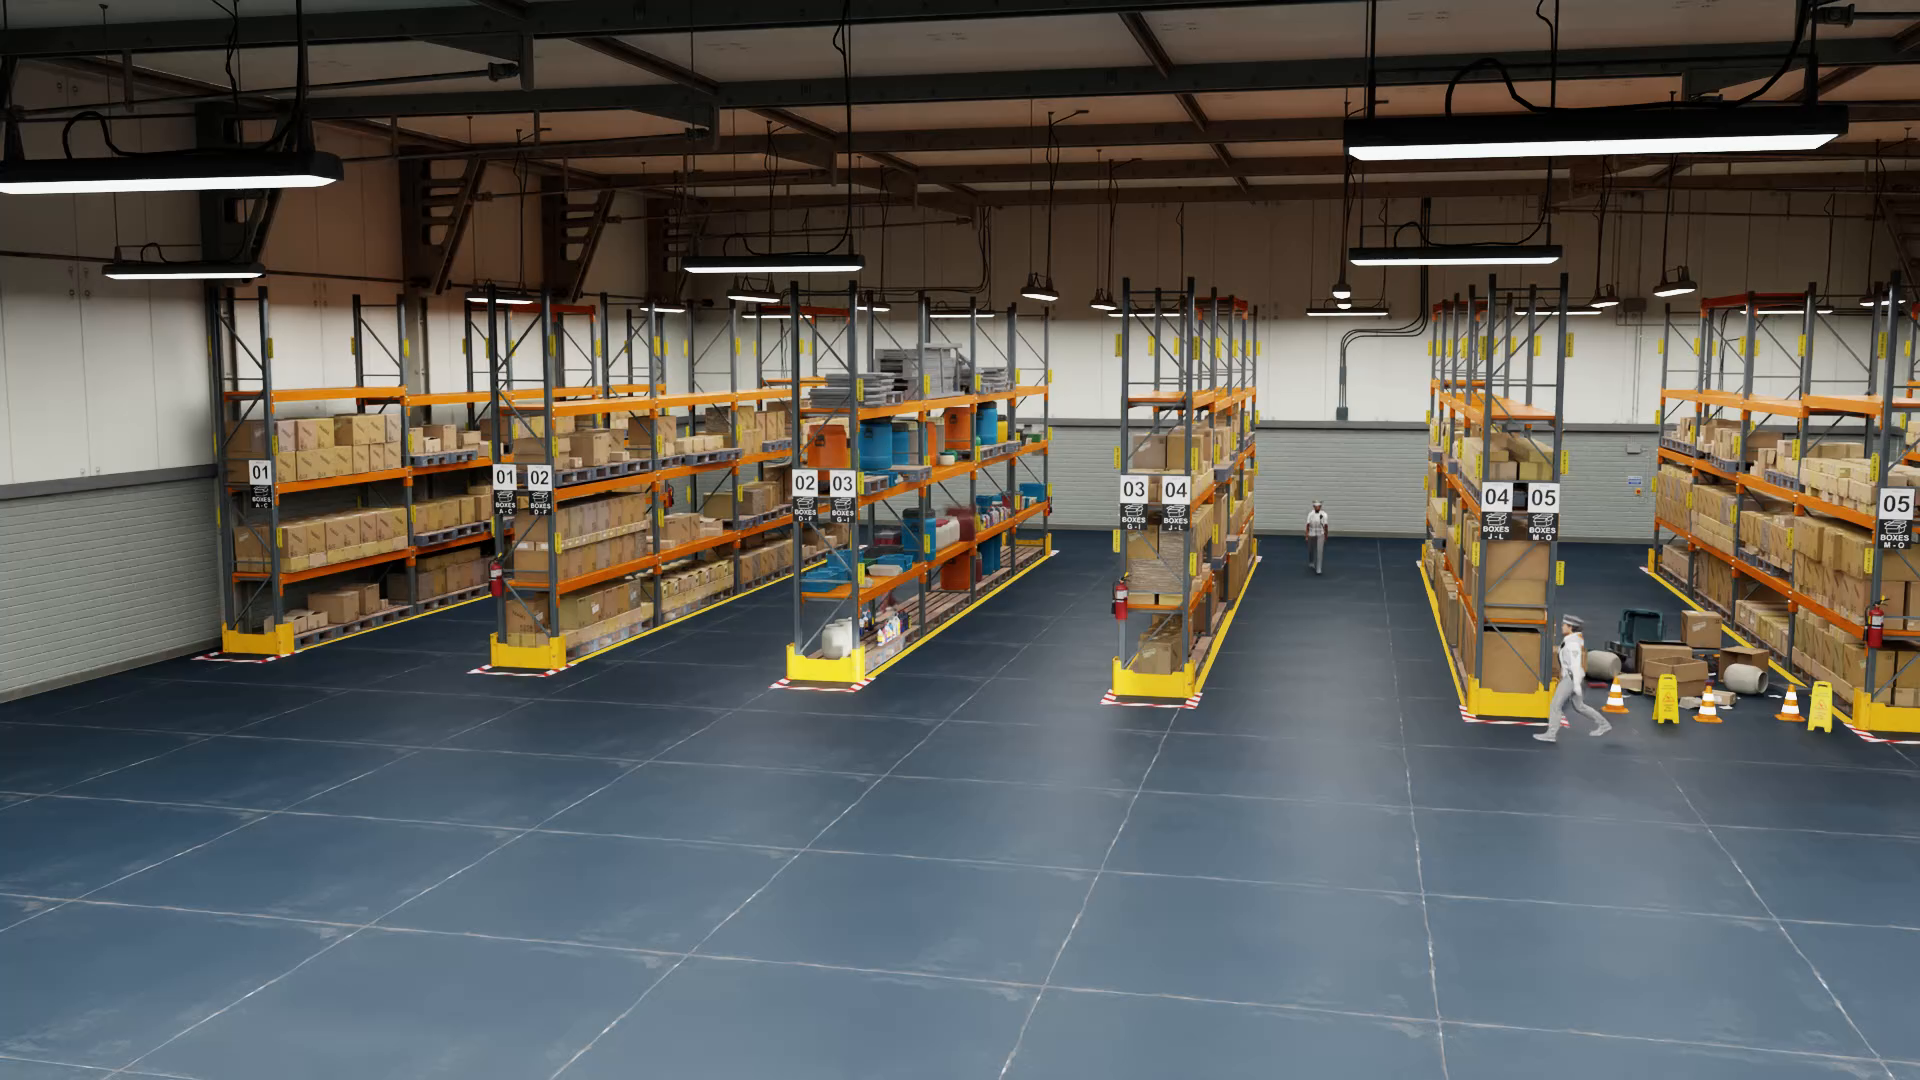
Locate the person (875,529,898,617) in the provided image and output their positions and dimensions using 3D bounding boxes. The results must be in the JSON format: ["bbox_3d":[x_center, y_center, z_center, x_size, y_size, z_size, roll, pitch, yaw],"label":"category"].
[{"bbox_3d":[-1.351,0.603,31.273,0.522,1.631,0.932,2,7,18],"label":"person"}]

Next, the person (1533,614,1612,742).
[{"bbox_3d":[7.814,1.756,21.121,0.970,1.637,0.486,2,7,14],"label":"person"}]

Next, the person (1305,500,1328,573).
[{"bbox_3d":[8.004,-0.107,37.325,0.495,1.614,1.045,2,7,13],"label":"person"}]
